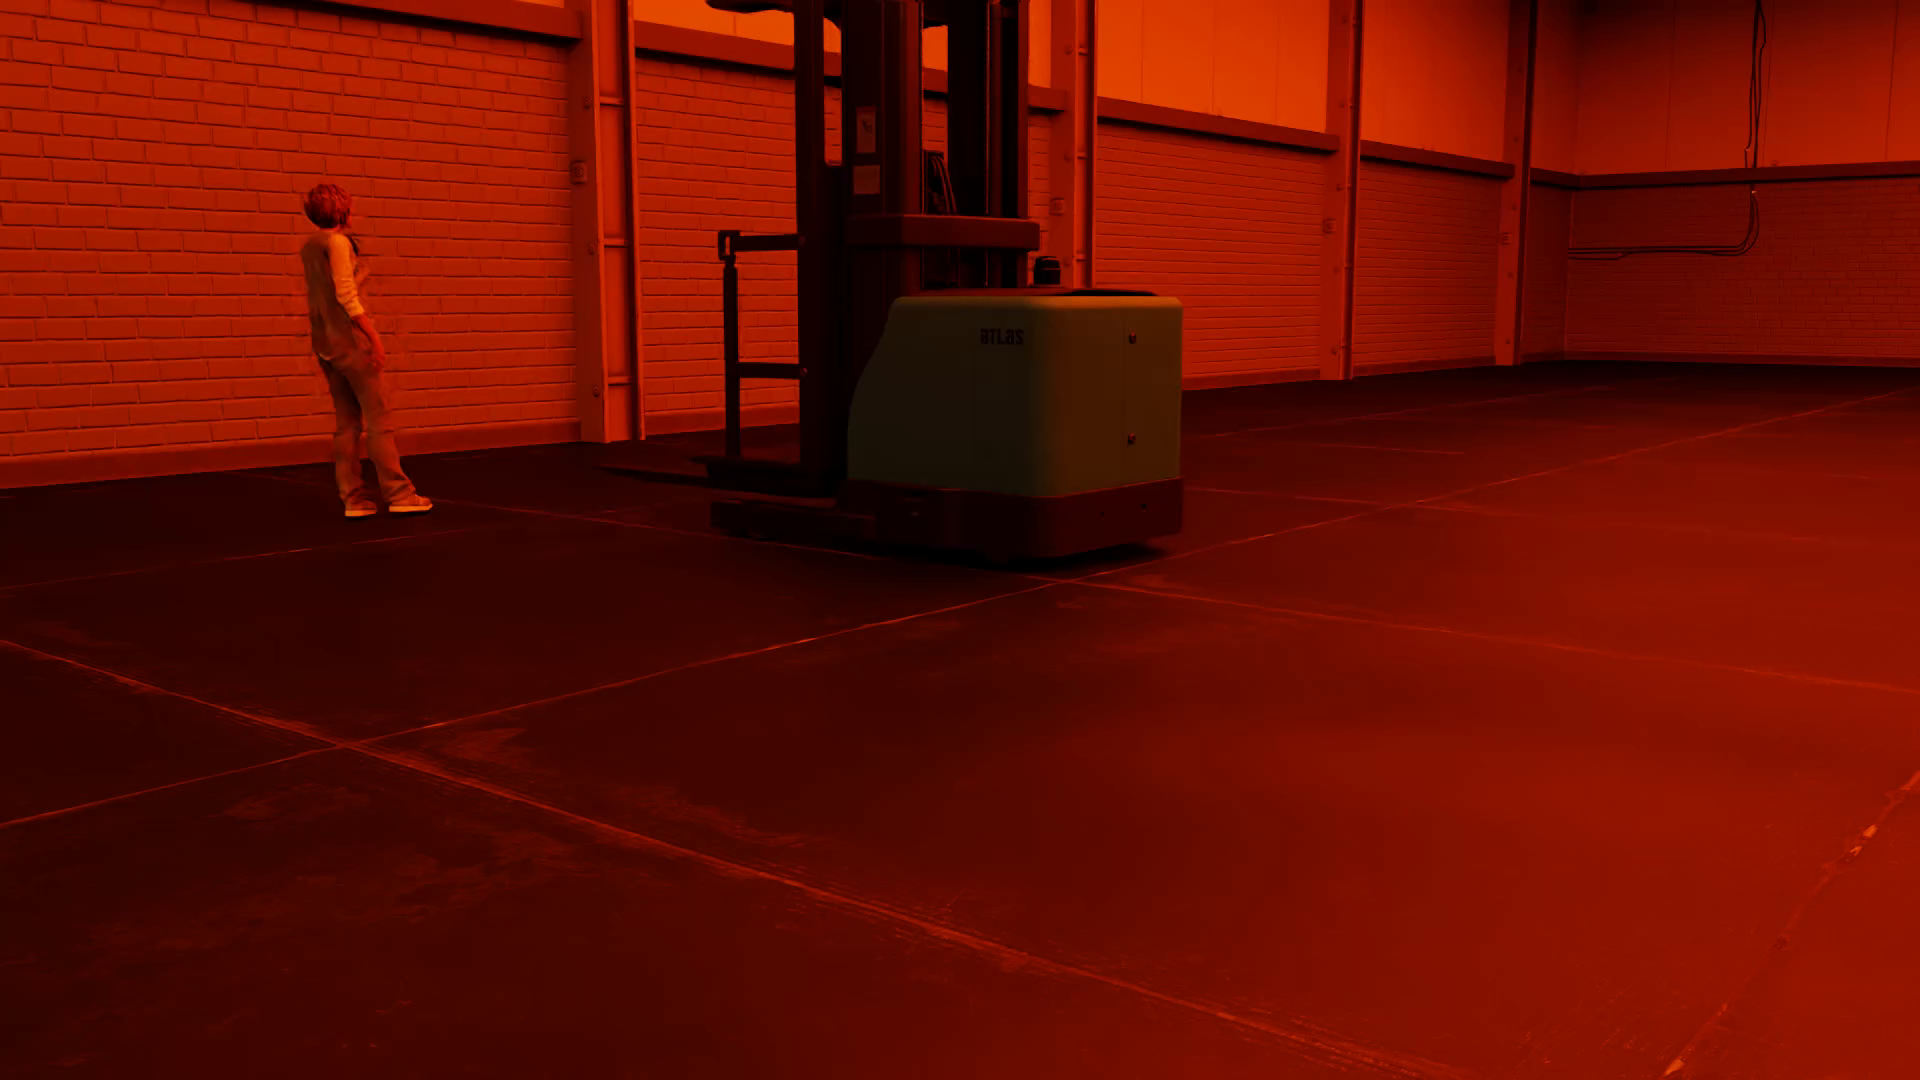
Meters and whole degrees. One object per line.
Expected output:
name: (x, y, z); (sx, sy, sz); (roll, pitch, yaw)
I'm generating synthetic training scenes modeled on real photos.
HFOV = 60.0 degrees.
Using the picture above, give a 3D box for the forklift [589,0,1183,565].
forklift: (-0.501, -1.501, 7.541); (3.031, 2.935, 1.130); (7, 11, 39)

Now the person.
person: (-2.855, -0.907, 8.055); (0.552, 1.598, 0.498); (-8, 11, -43)
